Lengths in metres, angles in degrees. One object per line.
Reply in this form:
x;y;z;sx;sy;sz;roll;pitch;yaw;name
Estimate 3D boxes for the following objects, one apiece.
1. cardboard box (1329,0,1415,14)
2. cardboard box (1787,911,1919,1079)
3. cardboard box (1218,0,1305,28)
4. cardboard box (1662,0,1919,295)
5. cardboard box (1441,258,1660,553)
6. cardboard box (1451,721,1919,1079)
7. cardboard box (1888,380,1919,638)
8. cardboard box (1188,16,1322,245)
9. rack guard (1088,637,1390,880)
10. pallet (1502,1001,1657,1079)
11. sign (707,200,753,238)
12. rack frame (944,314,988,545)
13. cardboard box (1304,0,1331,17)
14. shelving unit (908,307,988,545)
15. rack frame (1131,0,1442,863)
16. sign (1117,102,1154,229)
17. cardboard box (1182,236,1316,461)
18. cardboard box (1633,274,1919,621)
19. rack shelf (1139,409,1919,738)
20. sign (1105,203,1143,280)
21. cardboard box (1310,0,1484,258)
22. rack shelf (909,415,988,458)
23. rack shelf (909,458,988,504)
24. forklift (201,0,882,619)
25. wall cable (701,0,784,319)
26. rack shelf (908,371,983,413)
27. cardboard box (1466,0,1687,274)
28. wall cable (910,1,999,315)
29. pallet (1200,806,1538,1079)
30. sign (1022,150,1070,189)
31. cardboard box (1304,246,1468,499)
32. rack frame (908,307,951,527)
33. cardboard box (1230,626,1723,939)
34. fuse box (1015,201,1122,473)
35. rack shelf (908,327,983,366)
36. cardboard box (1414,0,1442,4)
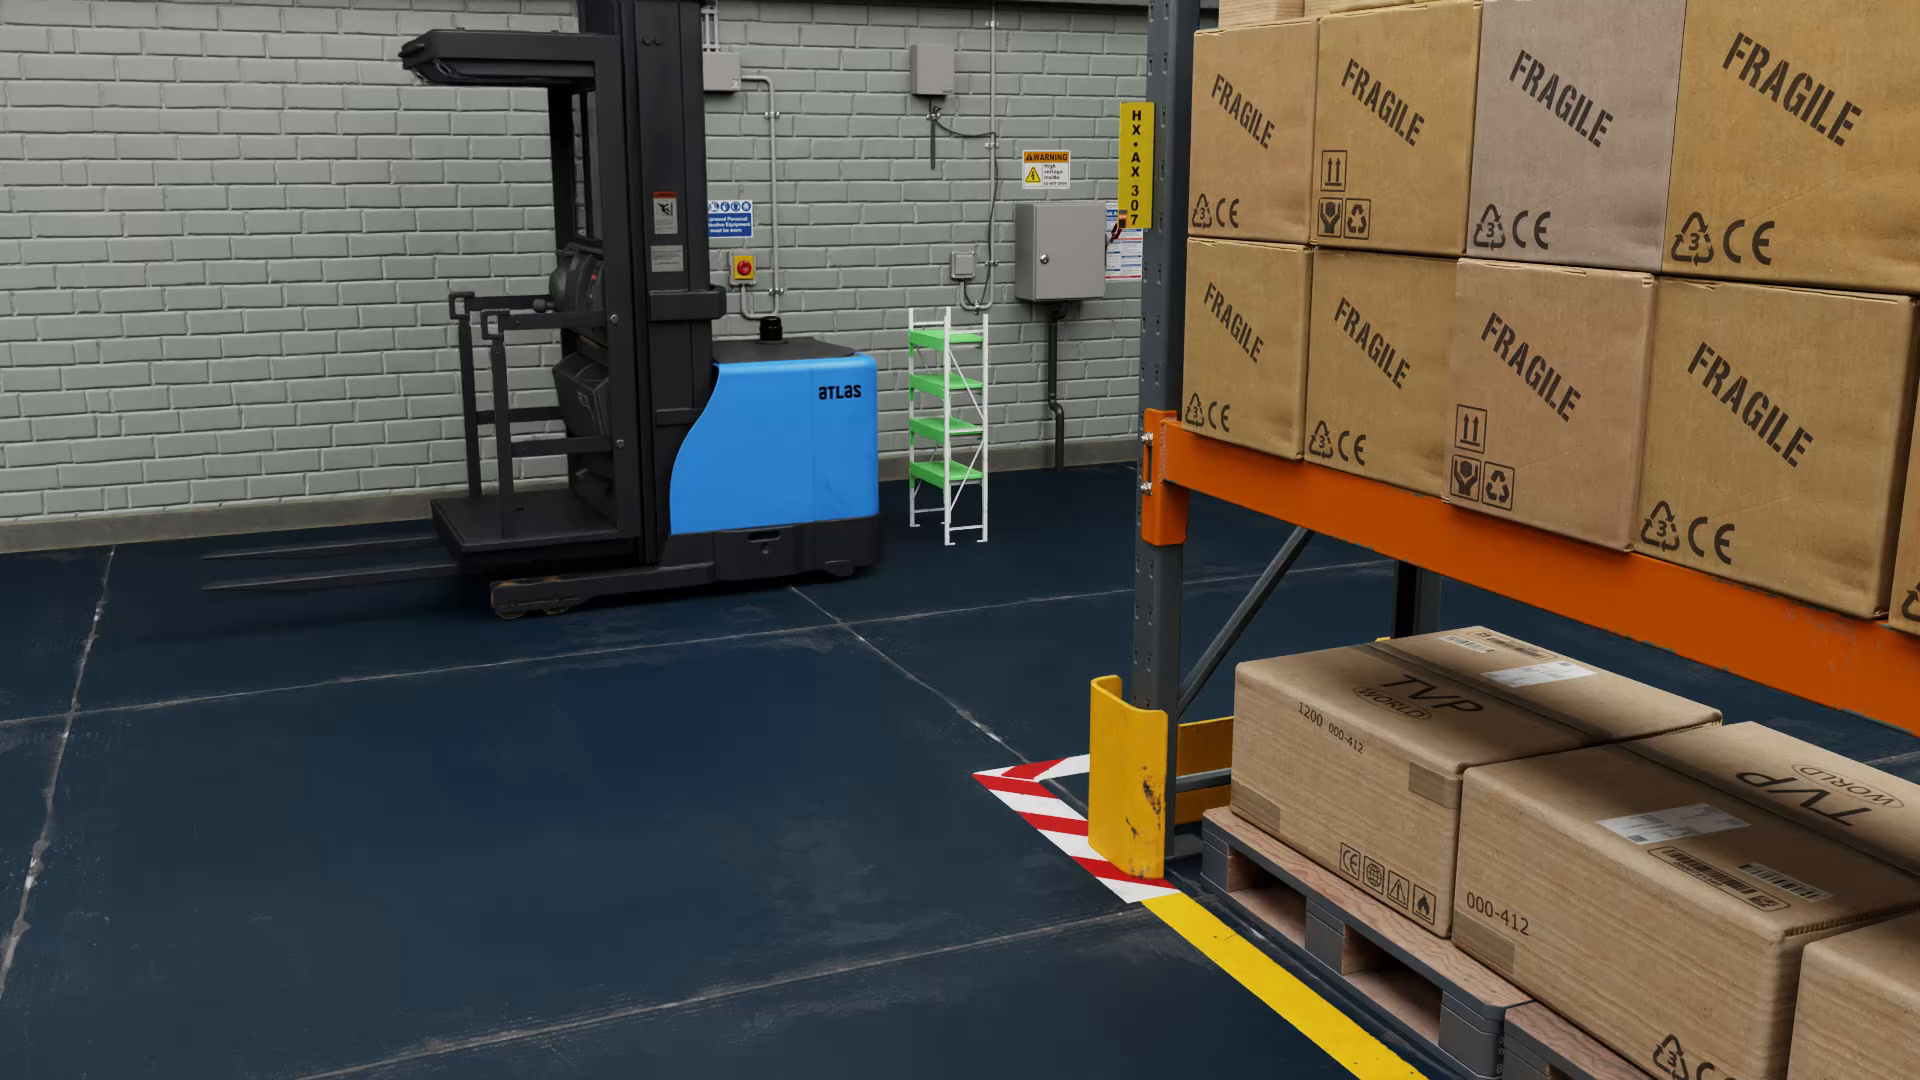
1.033;-1.219;3.606;0.380;0.149;0.250;-5;14;-21;cardboard box
2.065;0.969;2.783;0.875;0.438;0.875;-6;14;-25;cardboard box
0.864;-1.331;4.089;0.380;0.149;0.250;-5;14;-22;cardboard box
1.534;-0.673;2.688;0.500;0.500;0.500;-6;14;-23;cardboard box
1.320;-0.292;3.258;0.500;0.500;0.500;-6;14;-23;cardboard box
1.706;0.782;3.589;0.875;0.438;0.875;-5;14;-21;cardboard box
1.732;-0.081;2.344;0.500;0.500;0.500;-6;14;-24;cardboard box
0.907;-0.988;4.048;0.500;0.500;0.500;-6;14;-24;cardboard box
0.966;0.636;5.015;1.175;0.500;0.348;-6;14;-23;rack guard
1.852;1.191;3.255;1.003;0.211;1.213;-6;14;-23;pallet
-1.373;-1.880;9.741;0.327;0.218;0.001;-6;14;-23;sign
0.031;-0.568;8.665;0.240;1.200;0.015;-6;14;-23;rack frame
1.034;-1.283;3.883;0.380;0.149;0.250;-5;14;-22;cardboard box
-0.066;-0.619;8.882;0.258;1.200;0.503;-6;14;-23;shelving unit
0.975;-0.577;4.711;1.000;3.000;0.127;-6;14;-23;rack frame
0.465;-0.989;4.393;0.100;0.325;0.005;-6;14;-23;sign
0.905;-0.501;4.159;0.500;0.500;0.500;-6;14;-23;cardboard box
1.536;-0.190;2.817;0.500;0.500;0.500;-5;14;-21;cardboard box
1.777;0.187;3.007;1.077;0.370;4.000;-6;14;-23;rack shelf
1.048;-1.941;10.814;0.329;0.494;0.001;-6;14;-23;sign
1.120;-0.882;3.589;0.500;0.500;0.500;-6;14;-24;cardboard box
-0.066;-0.557;8.897;0.258;0.148;0.480;-6;14;-23;rack shelf
-0.066;-0.323;8.951;0.258;0.148;0.480;-6;14;-23;rack shelf
-1.942;-1.212;7.608;3.031;2.935;1.130;-6;14;-24;forklift
-1.305;-2.250;9.618;0.585;1.953;0.123;-6;14;-23;wall cable
-0.066;-0.790;8.843;0.258;0.148;0.480;-6;14;-23;rack shelf
1.333;-0.776;3.133;0.500;0.500;0.500;-6;14;-23;cardboard box
-0.010;-2.365;10.185;0.588;1.984;0.122;-6;14;-23;wall cable
1.367;0.940;4.342;1.003;0.211;1.213;-6;14;-23;pallet
0.545;-2.340;10.495;0.339;0.242;0.001;-6;14;-23;sign
1.133;-0.399;3.719;0.500;0.500;0.500;-6;14;-24;cardboard box
-0.164;-0.669;9.100;0.240;1.200;0.015;-6;14;-23;rack frame
1.331;0.594;4.403;0.875;0.438;0.875;-6;14;-25;cardboard box
0.678;-1.272;10.570;0.539;1.711;0.414;-6;14;-23;fuse box
-0.066;-1.024;8.789;0.258;0.148;0.480;-6;14;-23;rack shelf
1.155;-1.166;3.378;0.380;0.149;0.250;-6;14;-25;cardboard box
